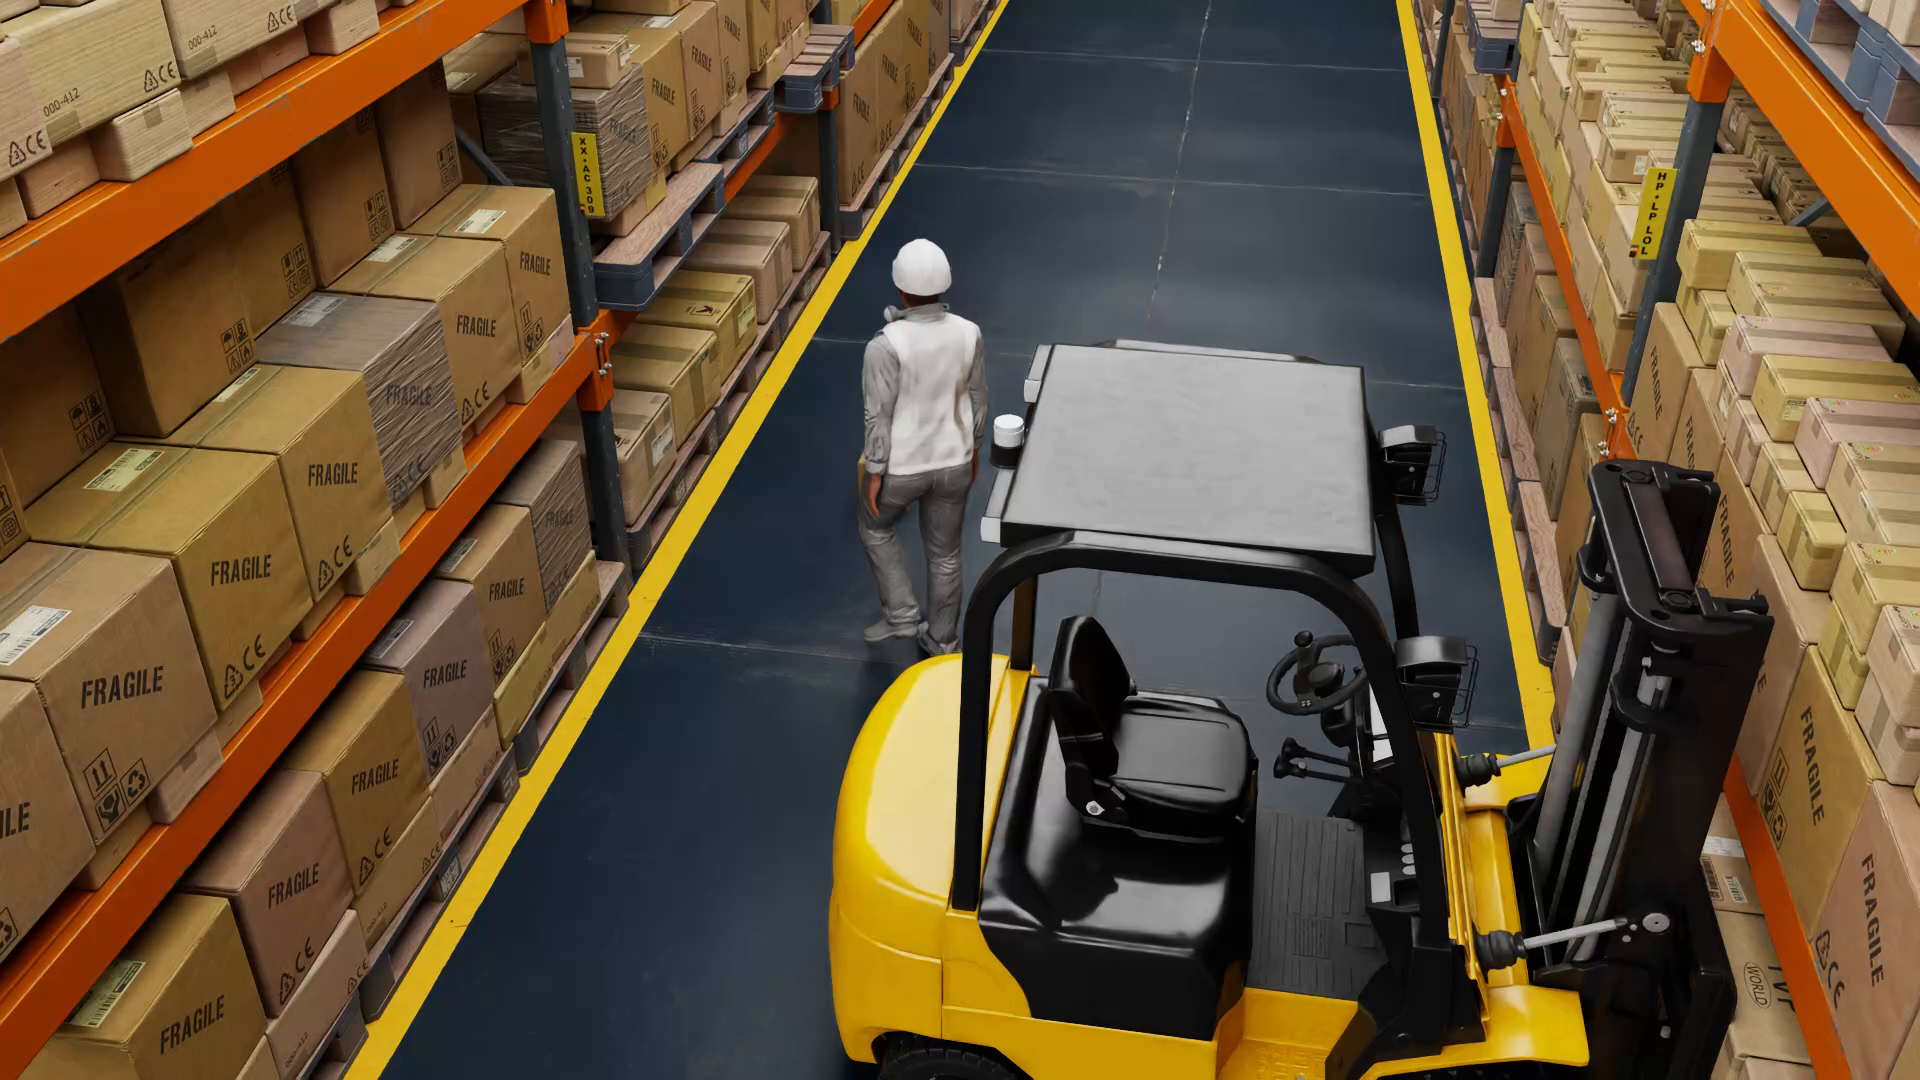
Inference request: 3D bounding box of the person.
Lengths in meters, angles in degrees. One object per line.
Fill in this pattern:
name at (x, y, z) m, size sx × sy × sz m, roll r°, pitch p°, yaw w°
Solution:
person at (-0.138, -0.323, 6.592) m, size 0.564 × 1.756 × 0.529 m, roll -13°, pitch 34°, yaw -19°
